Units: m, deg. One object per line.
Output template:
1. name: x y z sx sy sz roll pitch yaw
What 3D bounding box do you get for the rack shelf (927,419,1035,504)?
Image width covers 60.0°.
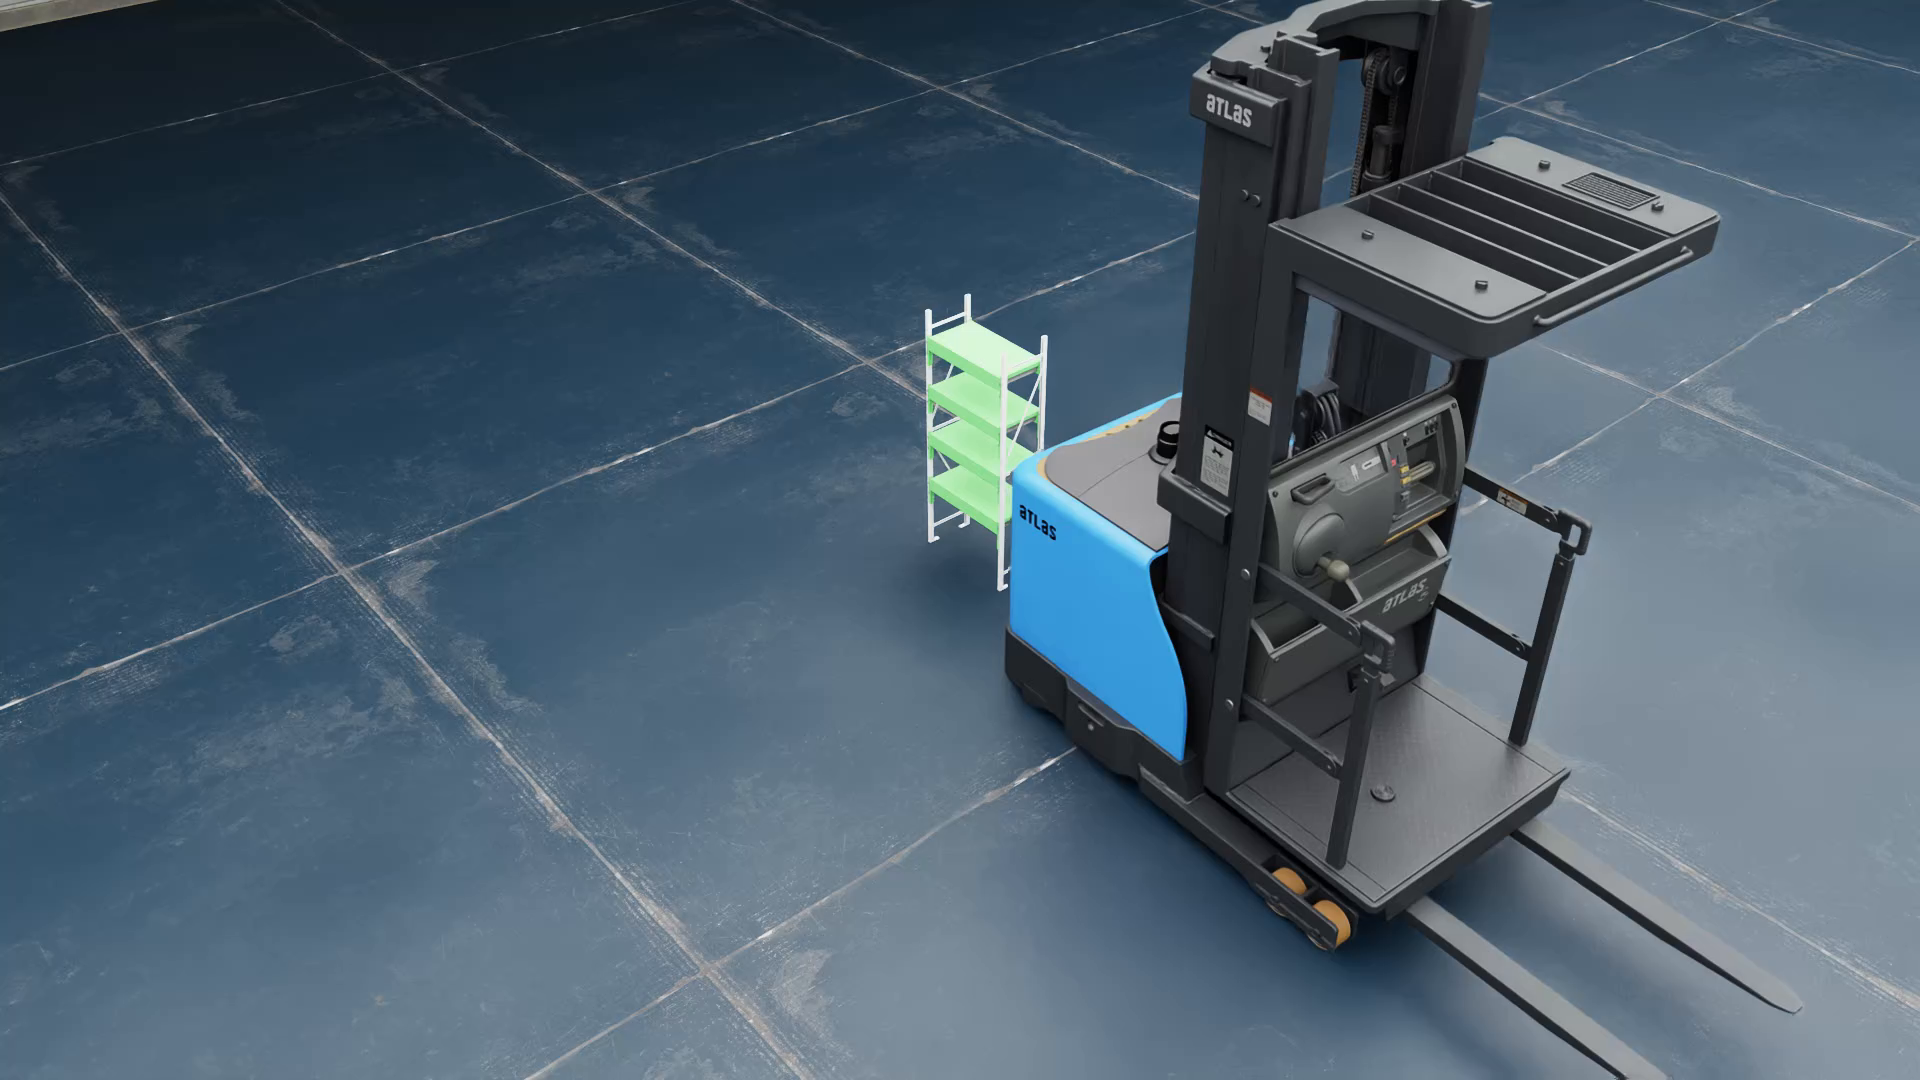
1. rack shelf: 0.107 -0.364 7.337 0.258 0.148 0.480 -26 43 -32

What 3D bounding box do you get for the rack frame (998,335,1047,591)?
1. rack frame: 0.264 -0.309 7.148 0.240 1.200 0.015 -26 43 -32

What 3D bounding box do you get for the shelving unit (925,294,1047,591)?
1. shelving unit: 0.107 -0.417 7.300 0.258 1.200 0.503 -26 43 -32

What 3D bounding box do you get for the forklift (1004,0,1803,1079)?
1. forklift: 1.486 -0.109 5.368 1.130 2.935 3.031 -24 42 -30

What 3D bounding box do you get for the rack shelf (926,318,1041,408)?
1. rack shelf: 0.107 -0.756 7.060 0.258 0.148 0.480 -26 43 -32

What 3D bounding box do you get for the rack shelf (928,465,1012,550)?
1. rack shelf: 0.107 -0.169 7.476 0.258 0.148 0.480 -26 43 -32

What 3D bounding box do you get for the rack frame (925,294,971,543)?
1. rack frame: -0.051 -0.524 7.452 0.240 1.200 0.015 -26 43 -32

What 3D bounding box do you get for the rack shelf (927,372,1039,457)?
1. rack shelf: 0.107 -0.560 7.198 0.258 0.148 0.480 -26 43 -32
